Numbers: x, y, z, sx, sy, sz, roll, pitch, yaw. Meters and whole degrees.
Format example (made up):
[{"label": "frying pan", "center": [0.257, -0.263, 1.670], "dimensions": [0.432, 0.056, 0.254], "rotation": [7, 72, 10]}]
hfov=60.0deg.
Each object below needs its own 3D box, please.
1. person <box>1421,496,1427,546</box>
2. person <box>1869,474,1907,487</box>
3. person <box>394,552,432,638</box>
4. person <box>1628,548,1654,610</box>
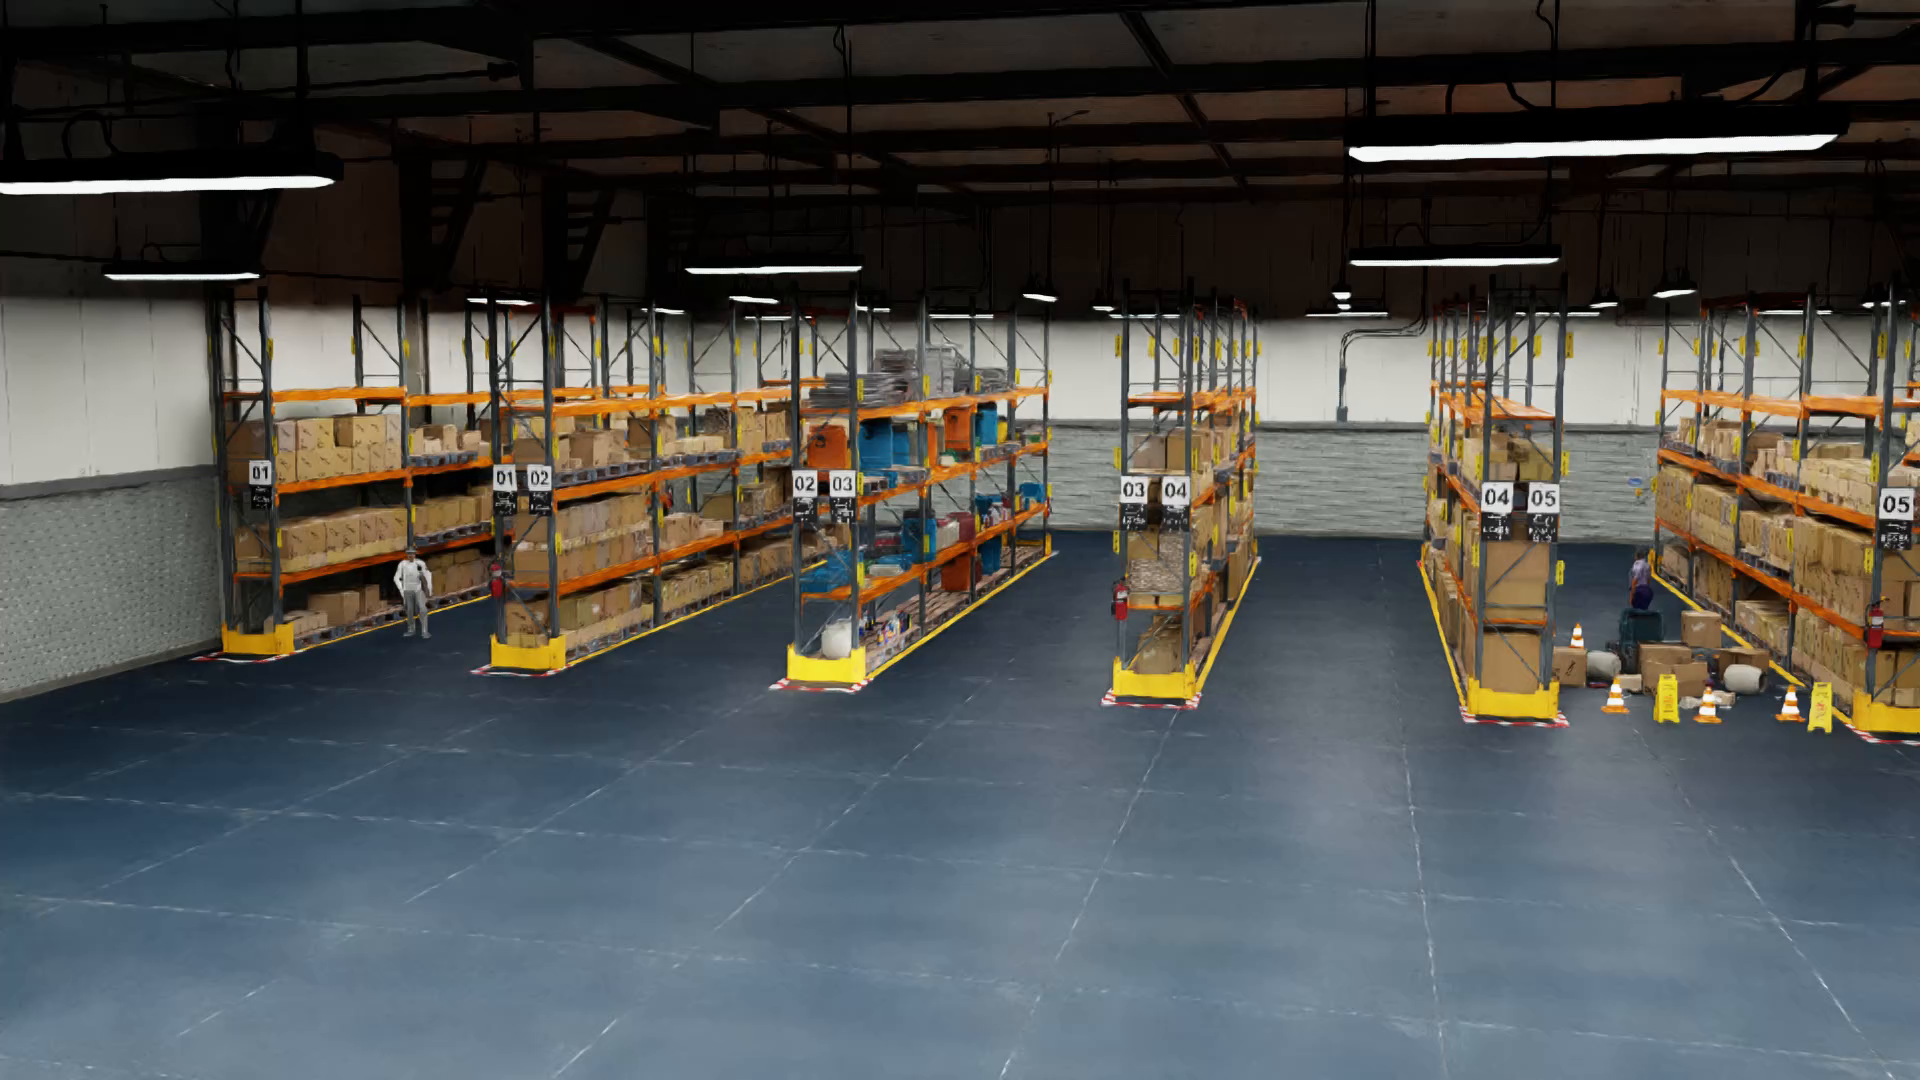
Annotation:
[{"label": "person", "center": [12.087, -0.650, 42.300], "dimensions": [0.505, 1.591, 0.933], "rotation": [4, 8, 33]}, {"label": "person", "center": [13.734, 0.614, 23.384], "dimensions": [0.888, 3.263, 4.316], "rotation": [6, 9, 43]}, {"label": "person", "center": [-9.472, 0.906, 28.837], "dimensions": [0.620, 1.588, 0.735], "rotation": [-1, 7, -8]}, {"label": "person", "center": [11.490, 0.943, 28.185], "dimensions": [0.551, 1.642, 0.599], "rotation": [6, 9, 42]}]
